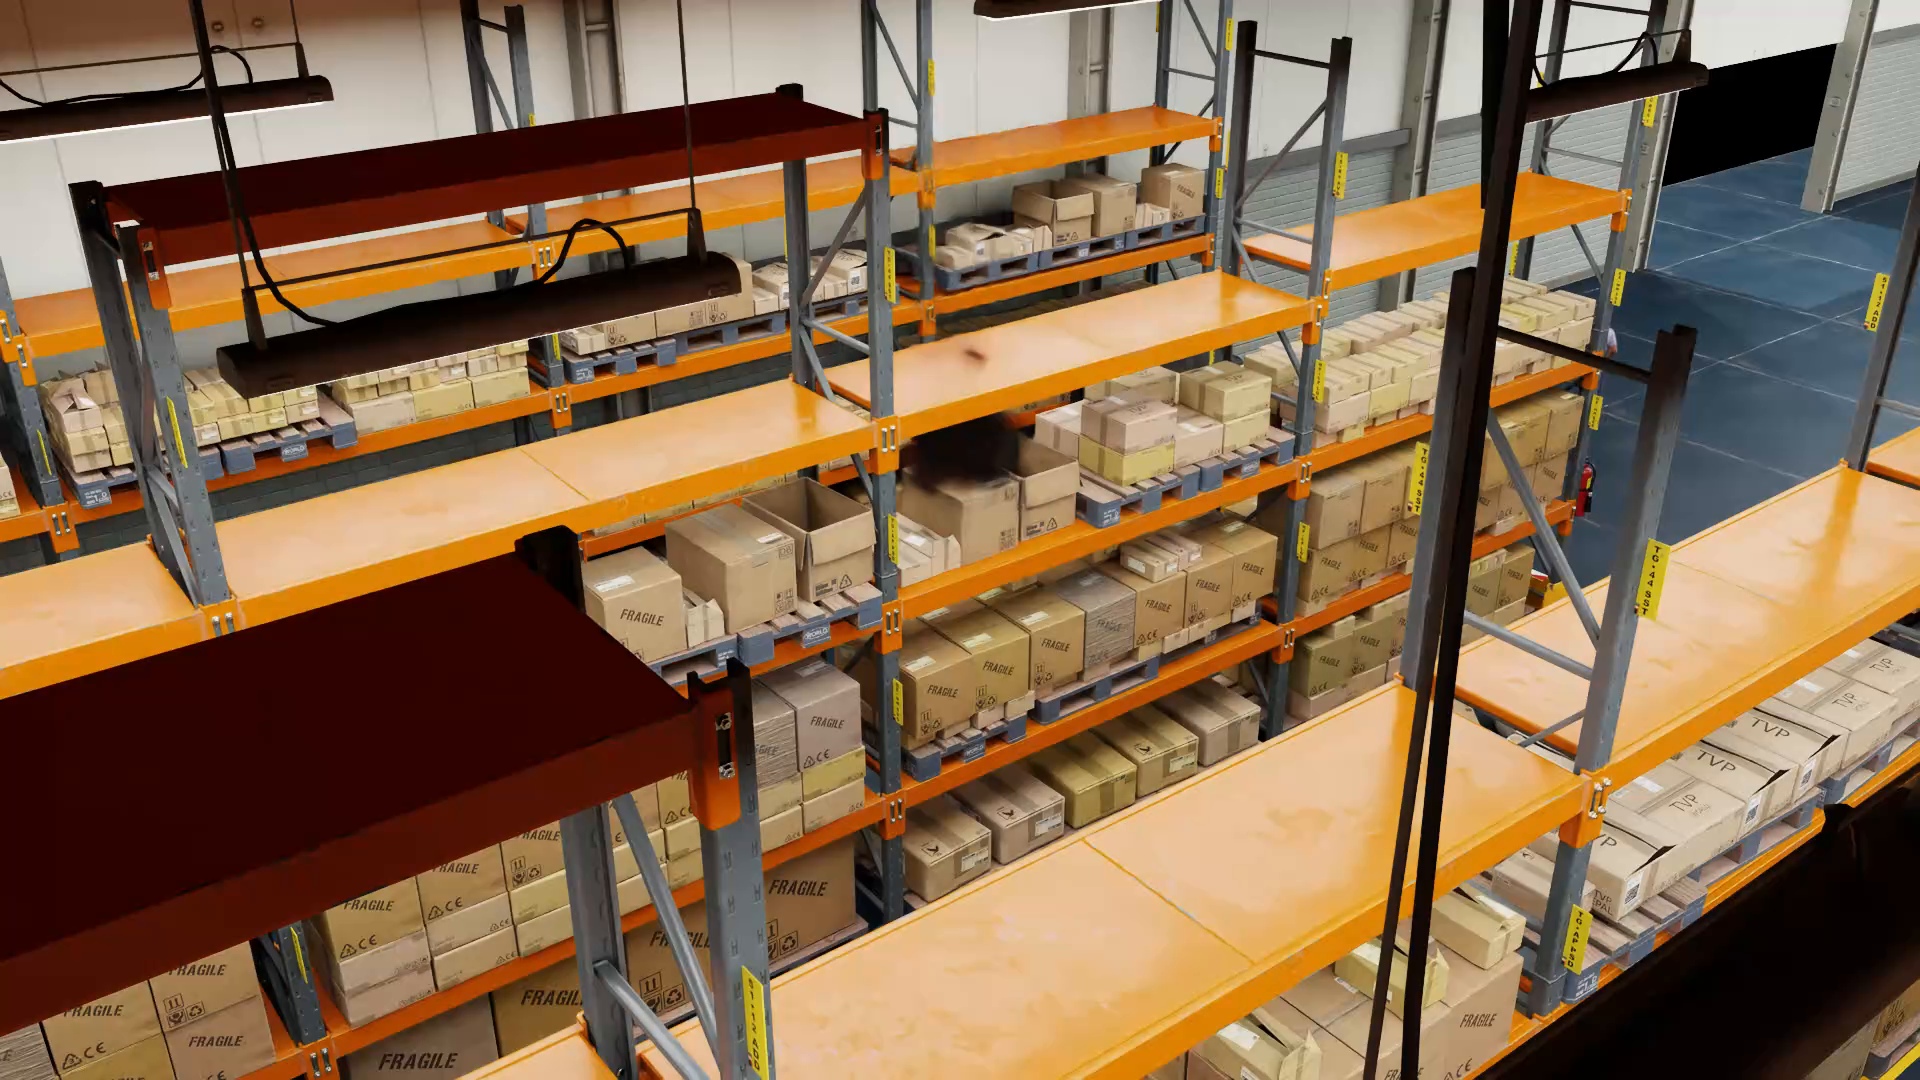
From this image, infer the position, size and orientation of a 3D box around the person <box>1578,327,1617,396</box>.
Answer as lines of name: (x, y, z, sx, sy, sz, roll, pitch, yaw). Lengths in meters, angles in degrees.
person: (7.779, -2.111, 20.618, 0.631, 1.640, 0.848, 19, 32, 34)
